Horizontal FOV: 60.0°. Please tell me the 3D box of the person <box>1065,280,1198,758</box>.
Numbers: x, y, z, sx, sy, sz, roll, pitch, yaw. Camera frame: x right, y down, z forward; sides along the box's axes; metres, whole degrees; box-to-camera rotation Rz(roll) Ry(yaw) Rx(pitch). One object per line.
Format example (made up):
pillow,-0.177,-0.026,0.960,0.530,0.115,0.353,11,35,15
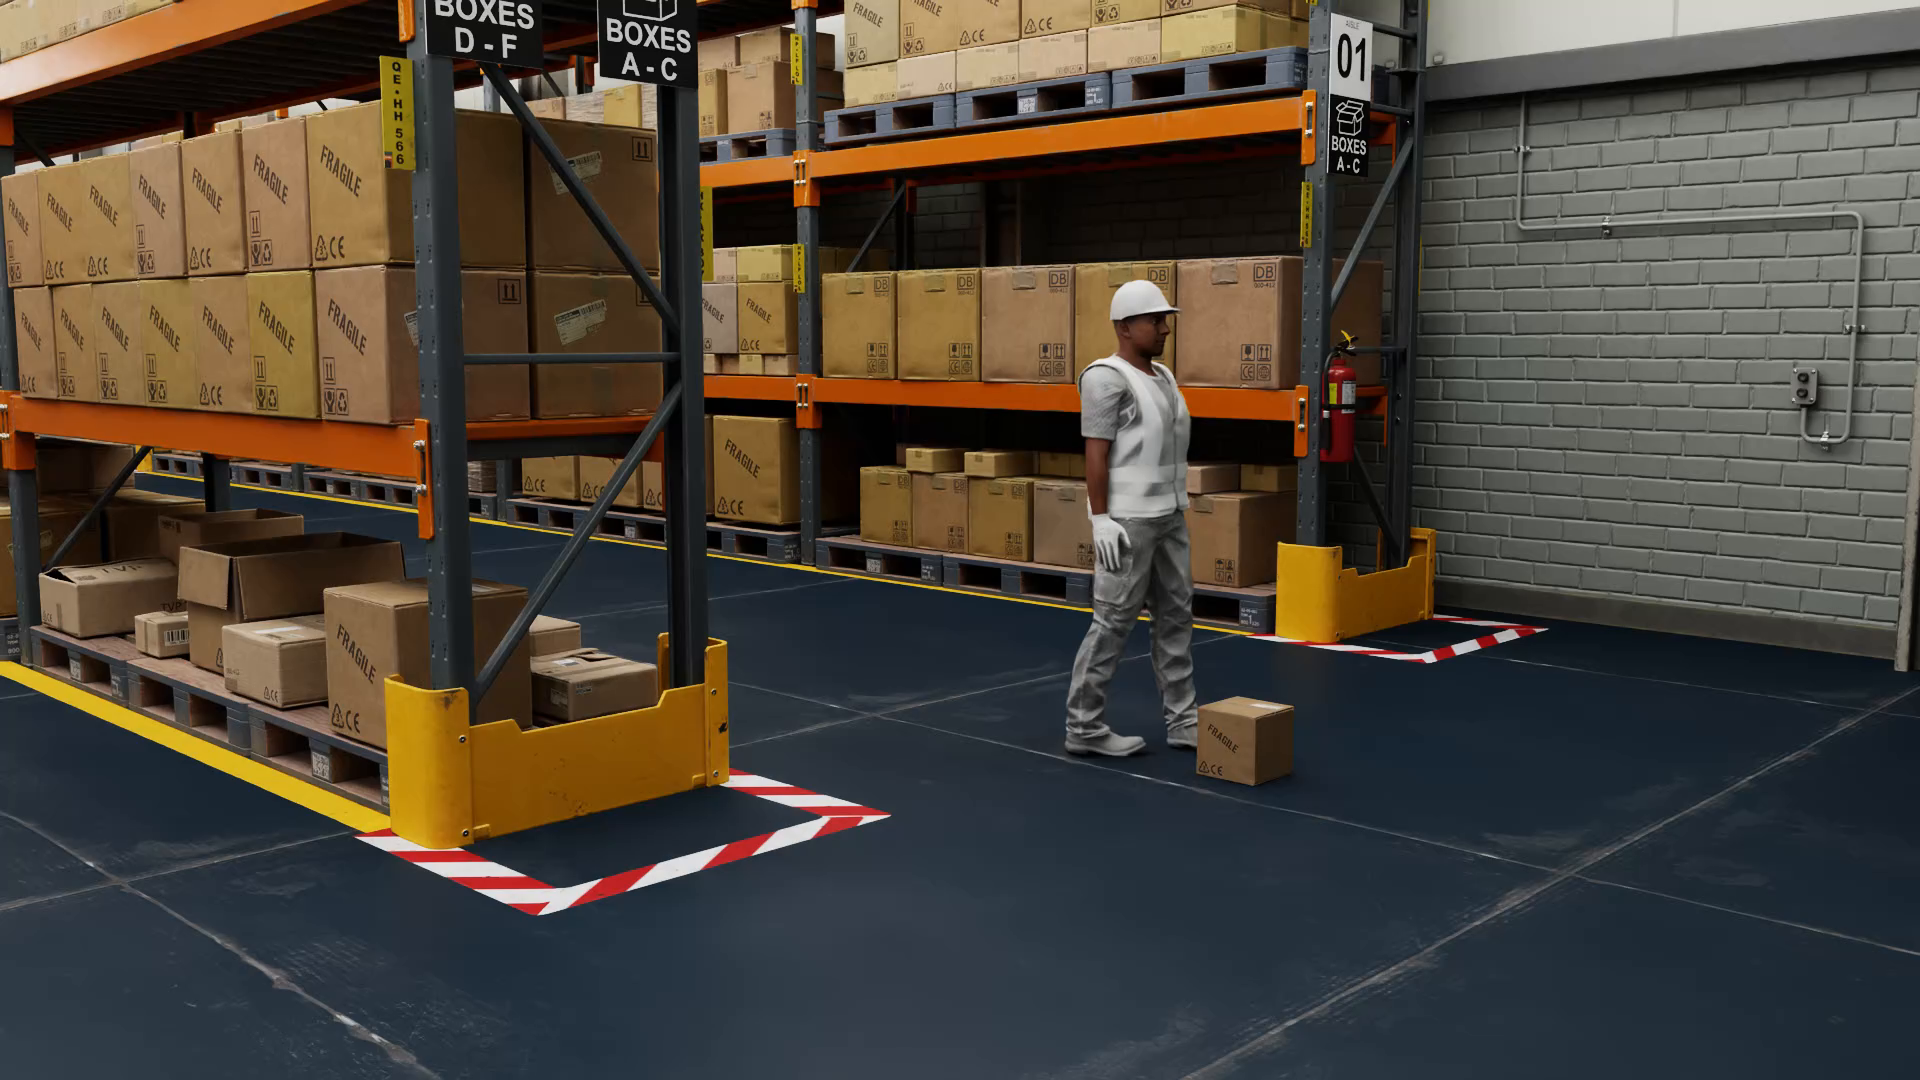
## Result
person,0.749,-0.073,6.249,0.578,1.788,0.573,5,8,34
